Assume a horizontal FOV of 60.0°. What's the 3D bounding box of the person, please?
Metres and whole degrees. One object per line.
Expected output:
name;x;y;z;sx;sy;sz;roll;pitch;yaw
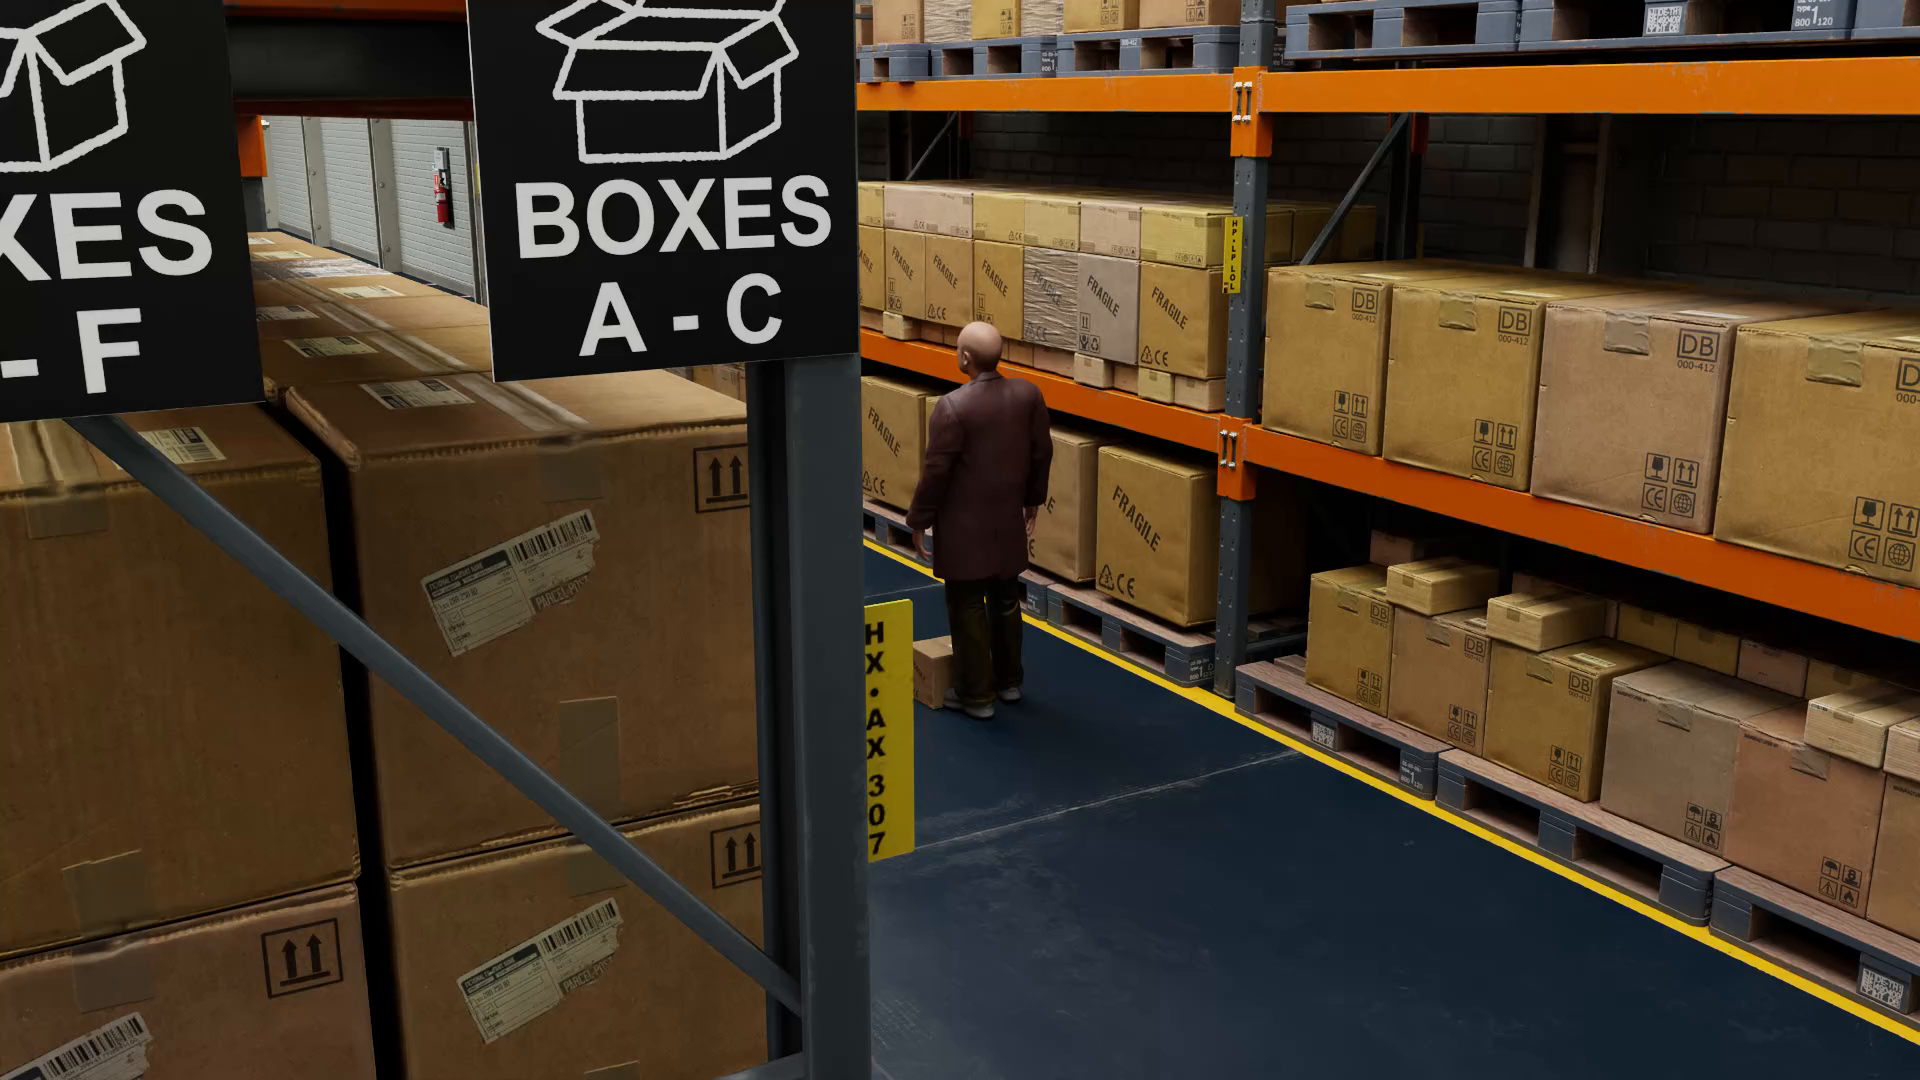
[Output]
person;0.039;-0.100;7.387;0.698;1.779;0.579;-8;17;-29
